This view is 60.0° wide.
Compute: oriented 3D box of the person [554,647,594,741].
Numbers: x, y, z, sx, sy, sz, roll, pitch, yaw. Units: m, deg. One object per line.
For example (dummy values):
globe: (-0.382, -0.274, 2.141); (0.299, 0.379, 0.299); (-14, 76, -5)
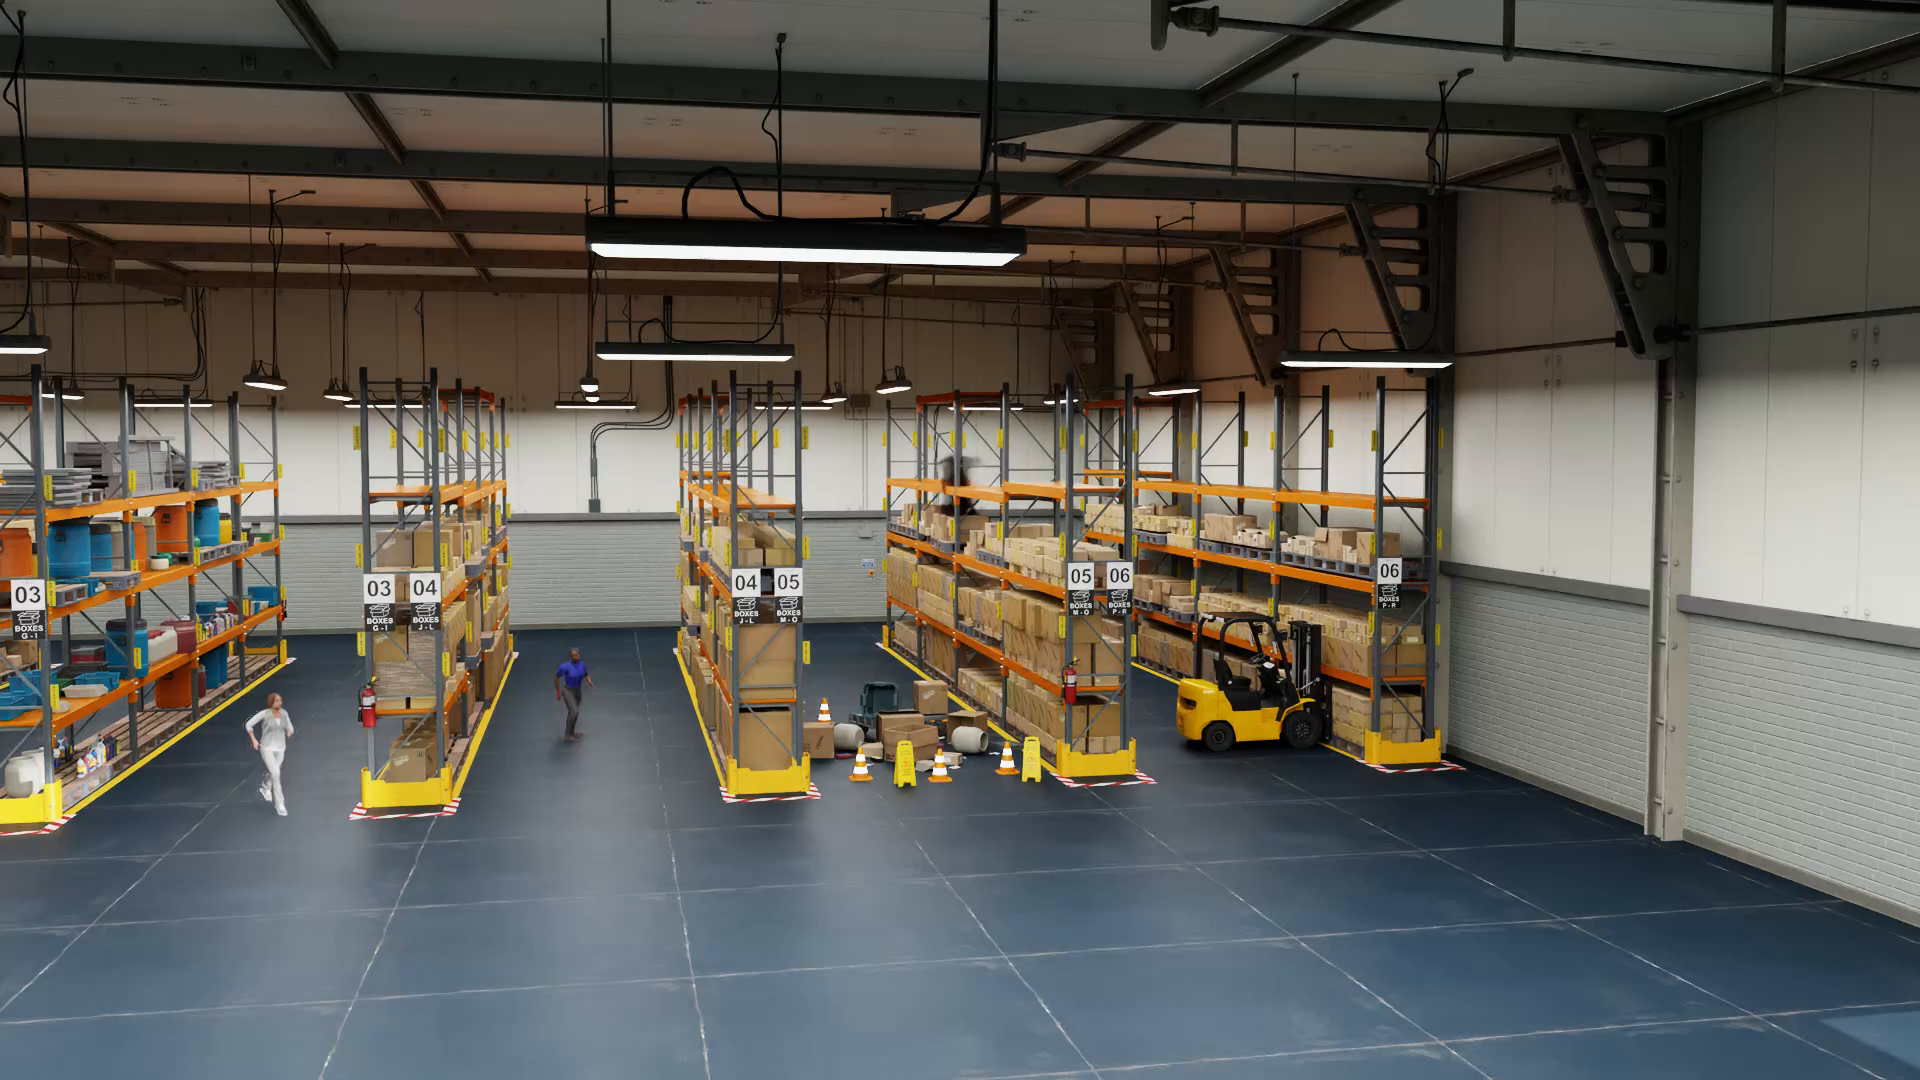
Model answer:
person: (-6.437, 2.590, 27.864); (0.818, 1.630, 0.608); (2, 4, 31)

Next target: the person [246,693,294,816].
person: (-9.326, 2.868, 22.483); (0.869, 1.607, 0.571); (3, 4, 39)
